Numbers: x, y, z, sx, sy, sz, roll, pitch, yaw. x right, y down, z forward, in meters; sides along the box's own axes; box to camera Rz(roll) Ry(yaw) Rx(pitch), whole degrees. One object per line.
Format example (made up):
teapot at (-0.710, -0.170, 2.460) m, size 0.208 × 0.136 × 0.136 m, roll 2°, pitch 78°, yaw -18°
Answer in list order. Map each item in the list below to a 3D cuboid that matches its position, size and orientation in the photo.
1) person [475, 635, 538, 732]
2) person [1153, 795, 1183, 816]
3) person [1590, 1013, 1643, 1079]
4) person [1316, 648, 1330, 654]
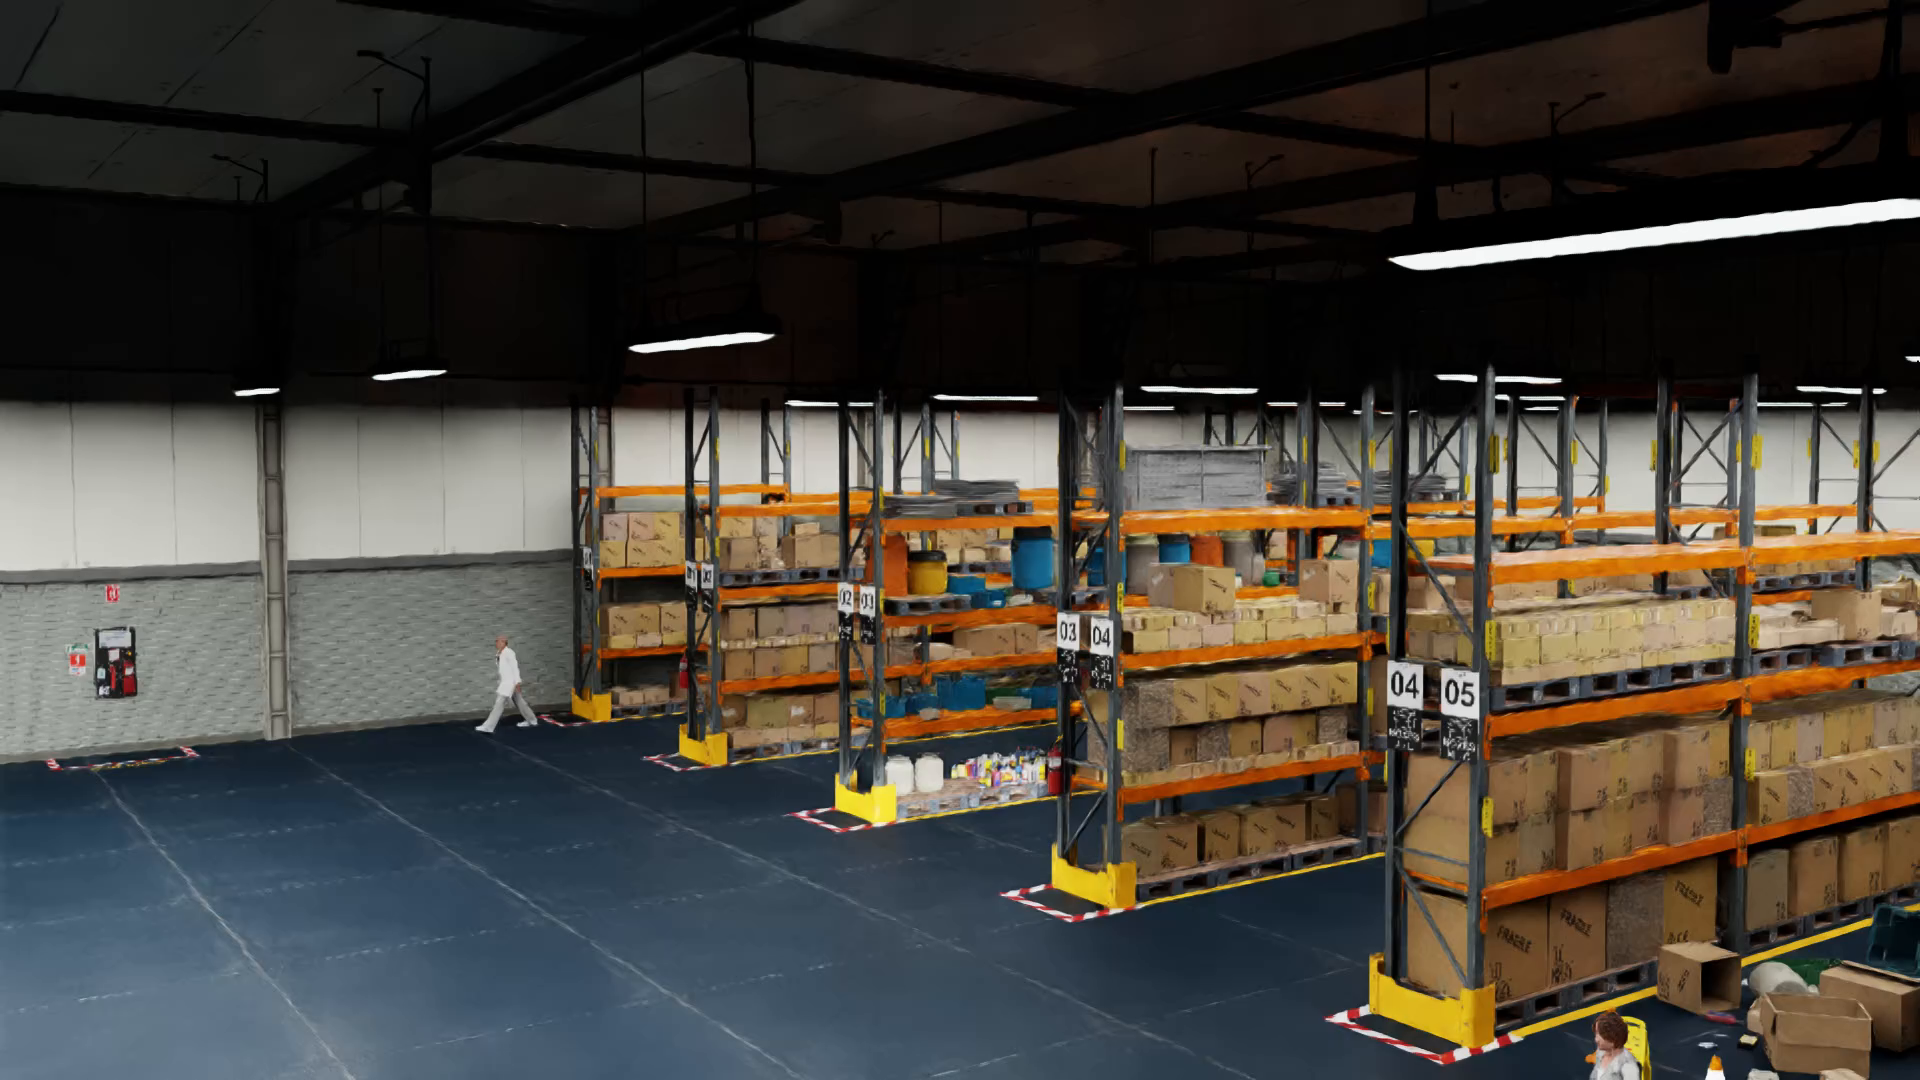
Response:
person at (-8.068, 2.522, 29.506) m, size 1.194 × 1.698 × 0.598 m, roll -2°, pitch 4°, yaw -32°
person at (2.655, 3.030, 21.538) m, size 0.498 × 1.662 × 0.463 m, roll 0°, pitch 3°, yaw -4°
person at (4.261, 3.752, 10.551) m, size 0.867 × 1.531 × 0.455 m, roll -1°, pitch 4°, yaw -13°
person at (6.931, 2.399, 31.713) m, size 0.534 × 1.611 × 0.677 m, roll -3°, pitch 4°, yaw -37°
